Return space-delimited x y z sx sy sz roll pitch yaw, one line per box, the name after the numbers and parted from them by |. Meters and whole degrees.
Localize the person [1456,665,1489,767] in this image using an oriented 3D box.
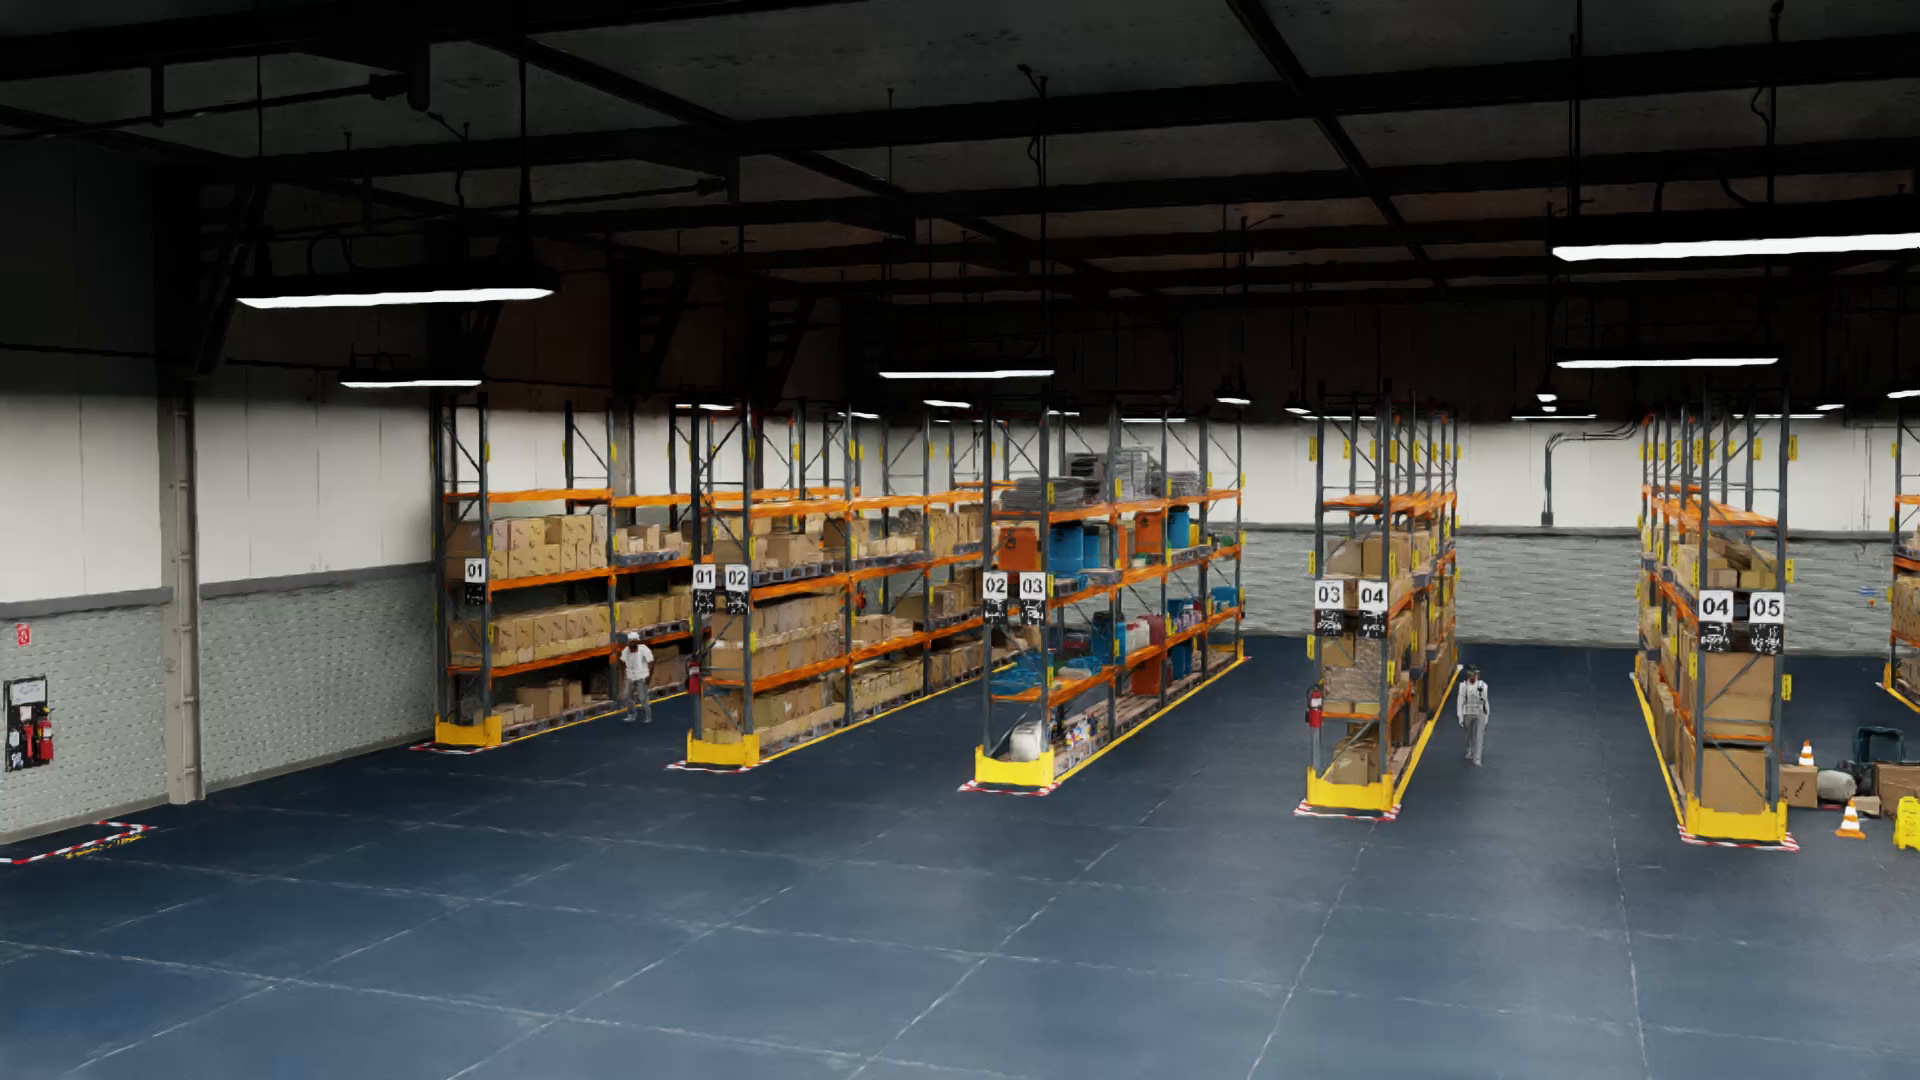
8.187 2.772 26.571 0.495 1.589 1.086 1 3 22 | person

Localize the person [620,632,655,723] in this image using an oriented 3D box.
-5.940 2.528 30.528 0.719 1.714 0.578 1 3 18 | person
